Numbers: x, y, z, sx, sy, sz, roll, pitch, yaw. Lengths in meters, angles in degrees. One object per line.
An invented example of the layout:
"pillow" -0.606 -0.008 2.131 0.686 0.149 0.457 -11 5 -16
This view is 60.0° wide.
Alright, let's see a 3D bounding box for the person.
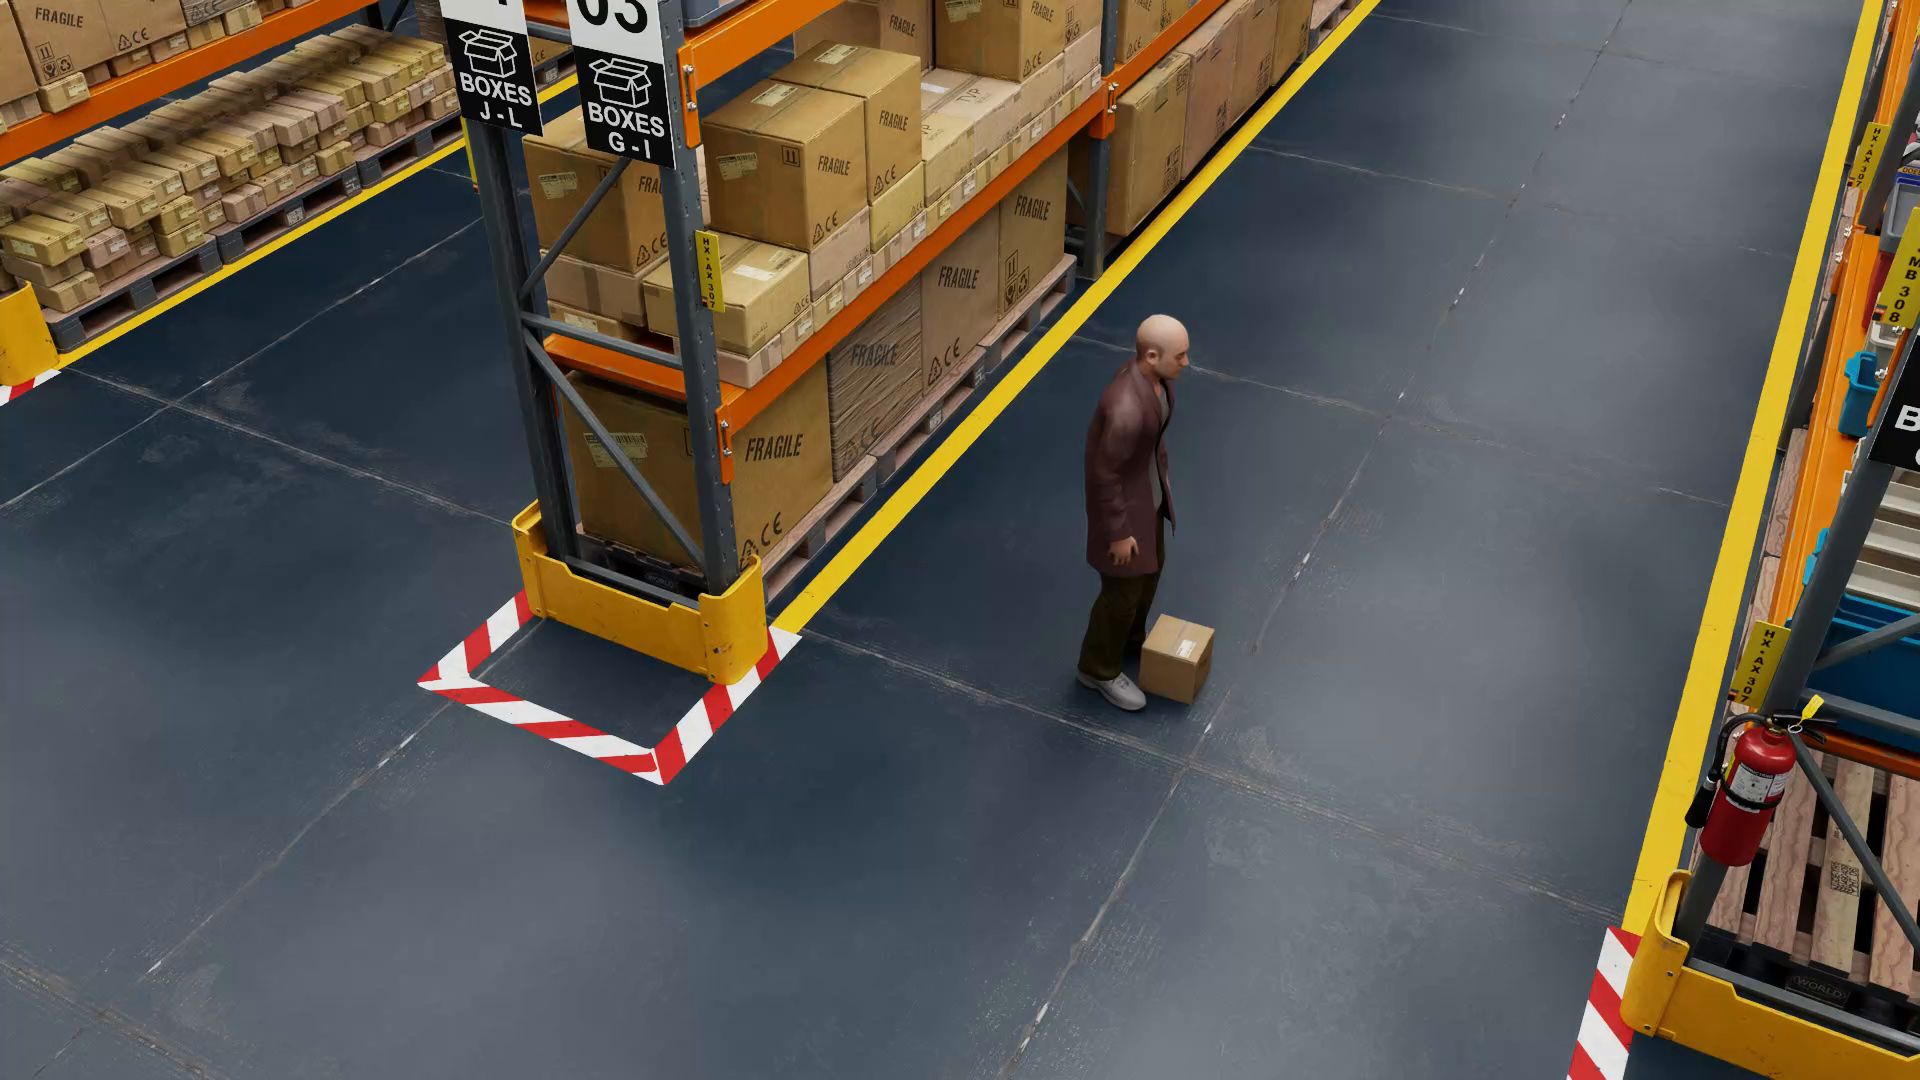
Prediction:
"person" 0.737 -0.155 6.966 0.424 1.772 0.653 15 40 19
